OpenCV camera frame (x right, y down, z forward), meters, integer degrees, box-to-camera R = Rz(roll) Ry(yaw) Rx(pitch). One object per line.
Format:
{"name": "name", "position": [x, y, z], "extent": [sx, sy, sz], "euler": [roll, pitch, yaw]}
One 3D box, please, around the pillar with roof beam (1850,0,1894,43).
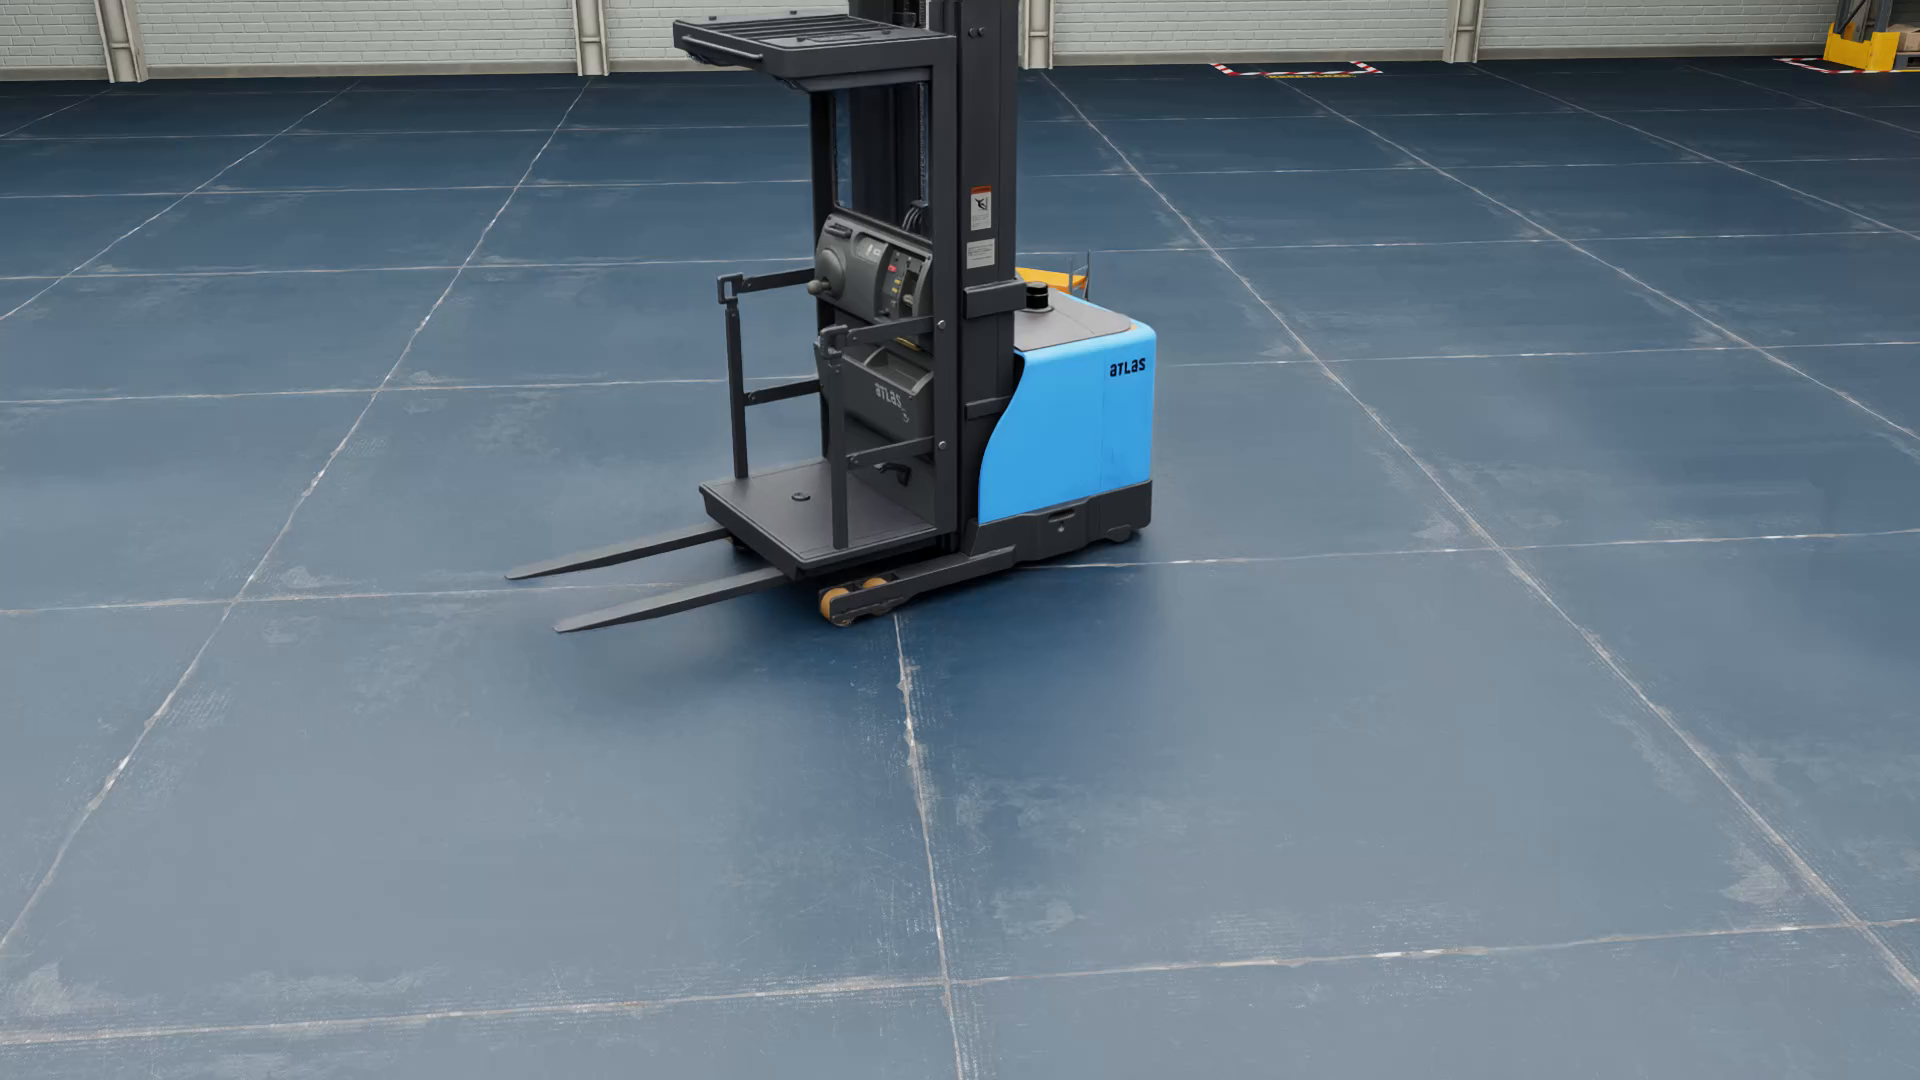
{"name": "pillar with roof beam", "position": [13.423, -9.352, 18.211], "extent": [0.400, 9.000, 9.100], "euler": [-2, 24, -5]}

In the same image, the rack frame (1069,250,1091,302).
{"name": "rack frame", "position": [0.620, -0.927, 8.856], "extent": [0.015, 1.200, 0.240], "euler": [12, 26, 25]}

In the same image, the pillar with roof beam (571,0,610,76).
{"name": "pillar with roof beam", "position": [-4.490, -8.633, 16.595], "extent": [0.400, 9.000, 9.100], "euler": [-2, 24, -5]}

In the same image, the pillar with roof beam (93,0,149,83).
{"name": "pillar with roof beam", "position": [-10.461, -8.394, 16.056], "extent": [0.400, 9.000, 9.100], "euler": [-2, 24, -5]}

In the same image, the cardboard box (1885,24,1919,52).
{"name": "cardboard box", "position": [13.086, -6.937, 22.932], "extent": [0.500, 0.311, 0.500], "euler": [-5, 24, -11]}

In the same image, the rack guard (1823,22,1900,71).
{"name": "rack guard", "position": [12.464, -6.834, 23.010], "extent": [0.348, 0.500, 1.175], "euler": [-2, 24, -5]}

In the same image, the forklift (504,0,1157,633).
{"name": "forklift", "position": [-0.567, -1.203, 7.348], "extent": [3.031, 2.935, 1.130], "euler": [-15, 28, -30]}

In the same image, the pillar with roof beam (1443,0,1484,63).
{"name": "pillar with roof beam", "position": [7.452, -9.112, 17.672], "extent": [0.400, 9.000, 9.100], "euler": [-2, 24, -5]}

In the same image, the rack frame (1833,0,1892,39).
{"name": "rack frame", "position": [12.388, -7.973, 22.495], "extent": [0.127, 3.000, 1.000], "euler": [-2, 24, -5]}

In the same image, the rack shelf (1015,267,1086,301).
{"name": "rack shelf", "position": [0.407, -1.335, 8.804], "extent": [0.480, 0.148, 0.258], "euler": [12, 26, 25]}

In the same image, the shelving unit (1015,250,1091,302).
{"name": "shelving unit", "position": [0.405, -0.974, 8.960], "extent": [0.503, 1.200, 0.258], "euler": [12, 26, 25]}

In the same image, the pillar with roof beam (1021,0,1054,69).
{"name": "pillar with roof beam", "position": [1.481, -8.873, 17.133], "extent": [0.400, 9.000, 9.100], "euler": [-2, 24, -5]}

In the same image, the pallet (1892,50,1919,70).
{"name": "pallet", "position": [13.276, -6.720, 23.109], "extent": [1.213, 0.211, 1.003], "euler": [-2, 24, -5]}
